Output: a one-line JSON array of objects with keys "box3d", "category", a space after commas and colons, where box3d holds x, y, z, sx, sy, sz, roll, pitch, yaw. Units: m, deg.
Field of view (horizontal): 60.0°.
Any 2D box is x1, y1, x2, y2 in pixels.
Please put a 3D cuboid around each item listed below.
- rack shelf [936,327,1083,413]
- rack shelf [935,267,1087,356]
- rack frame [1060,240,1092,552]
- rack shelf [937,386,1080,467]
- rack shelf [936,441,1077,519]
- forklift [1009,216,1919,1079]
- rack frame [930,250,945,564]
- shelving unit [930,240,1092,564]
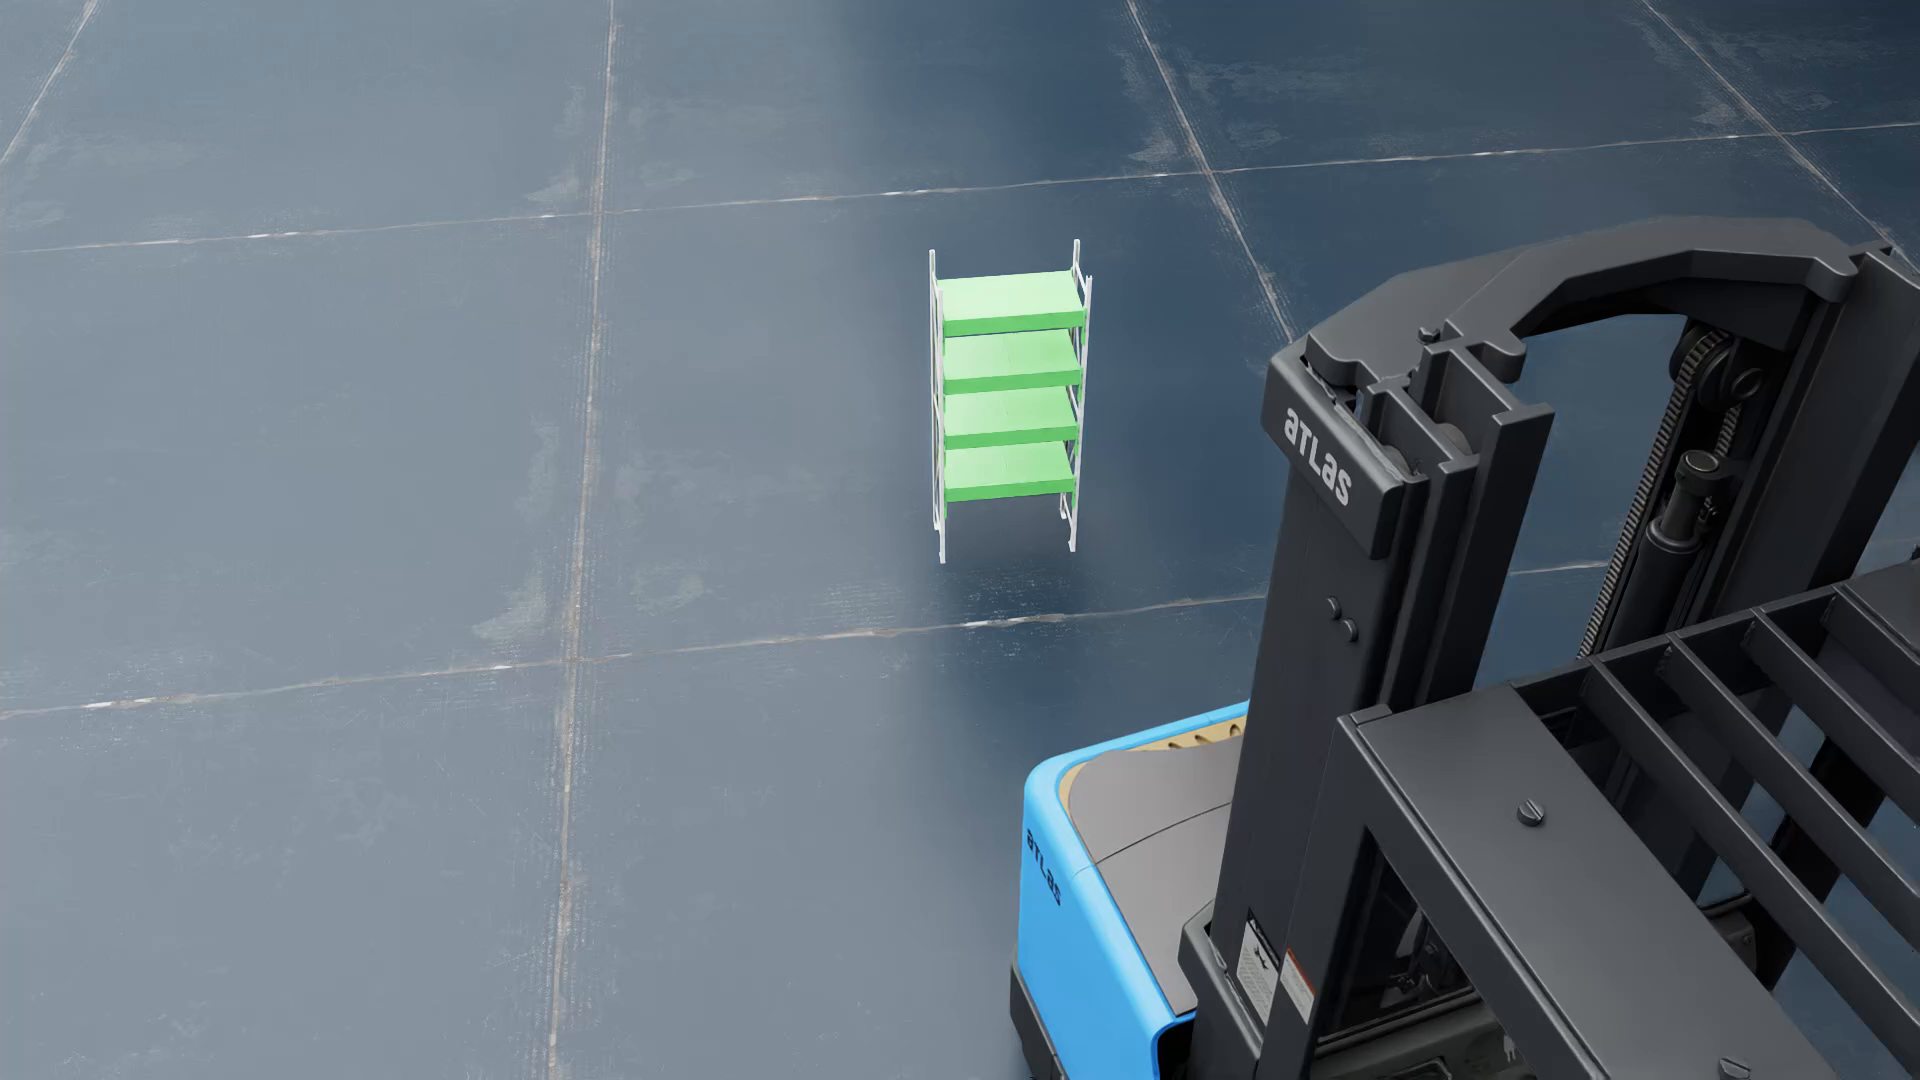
[{"box3d": [0.164, -0.591, 5.746, 0.480, 0.148, 0.258, -5, 42, -6], "category": "rack shelf"}, {"box3d": [0.164, -0.769, 5.585, 0.480, 0.148, 0.258, -5, 42, -6], "category": "rack shelf"}, {"box3d": [0.406, -0.481, 5.888, 0.015, 1.200, 0.240, -5, 42, -6], "category": "rack frame"}, {"box3d": [0.164, -0.412, 5.907, 0.480, 0.148, 0.258, -5, 42, -6], "category": "rack shelf"}, {"box3d": [0.164, -0.234, 6.068, 0.480, 0.148, 0.258, -5, 42, -6], "category": "rack shelf"}, {"box3d": [1.127, 1.070, 2.875, 1.130, 2.935, 3.031, -14, 44, -15], "category": "forklift"}, {"box3d": [-0.078, -0.439, 5.841, 0.015, 1.200, 0.240, -5, 42, -6], "category": "rack frame"}, {"box3d": [0.164, -0.460, 5.864, 0.503, 1.200, 0.258, -5, 42, -6], "category": "shelving unit"}]
